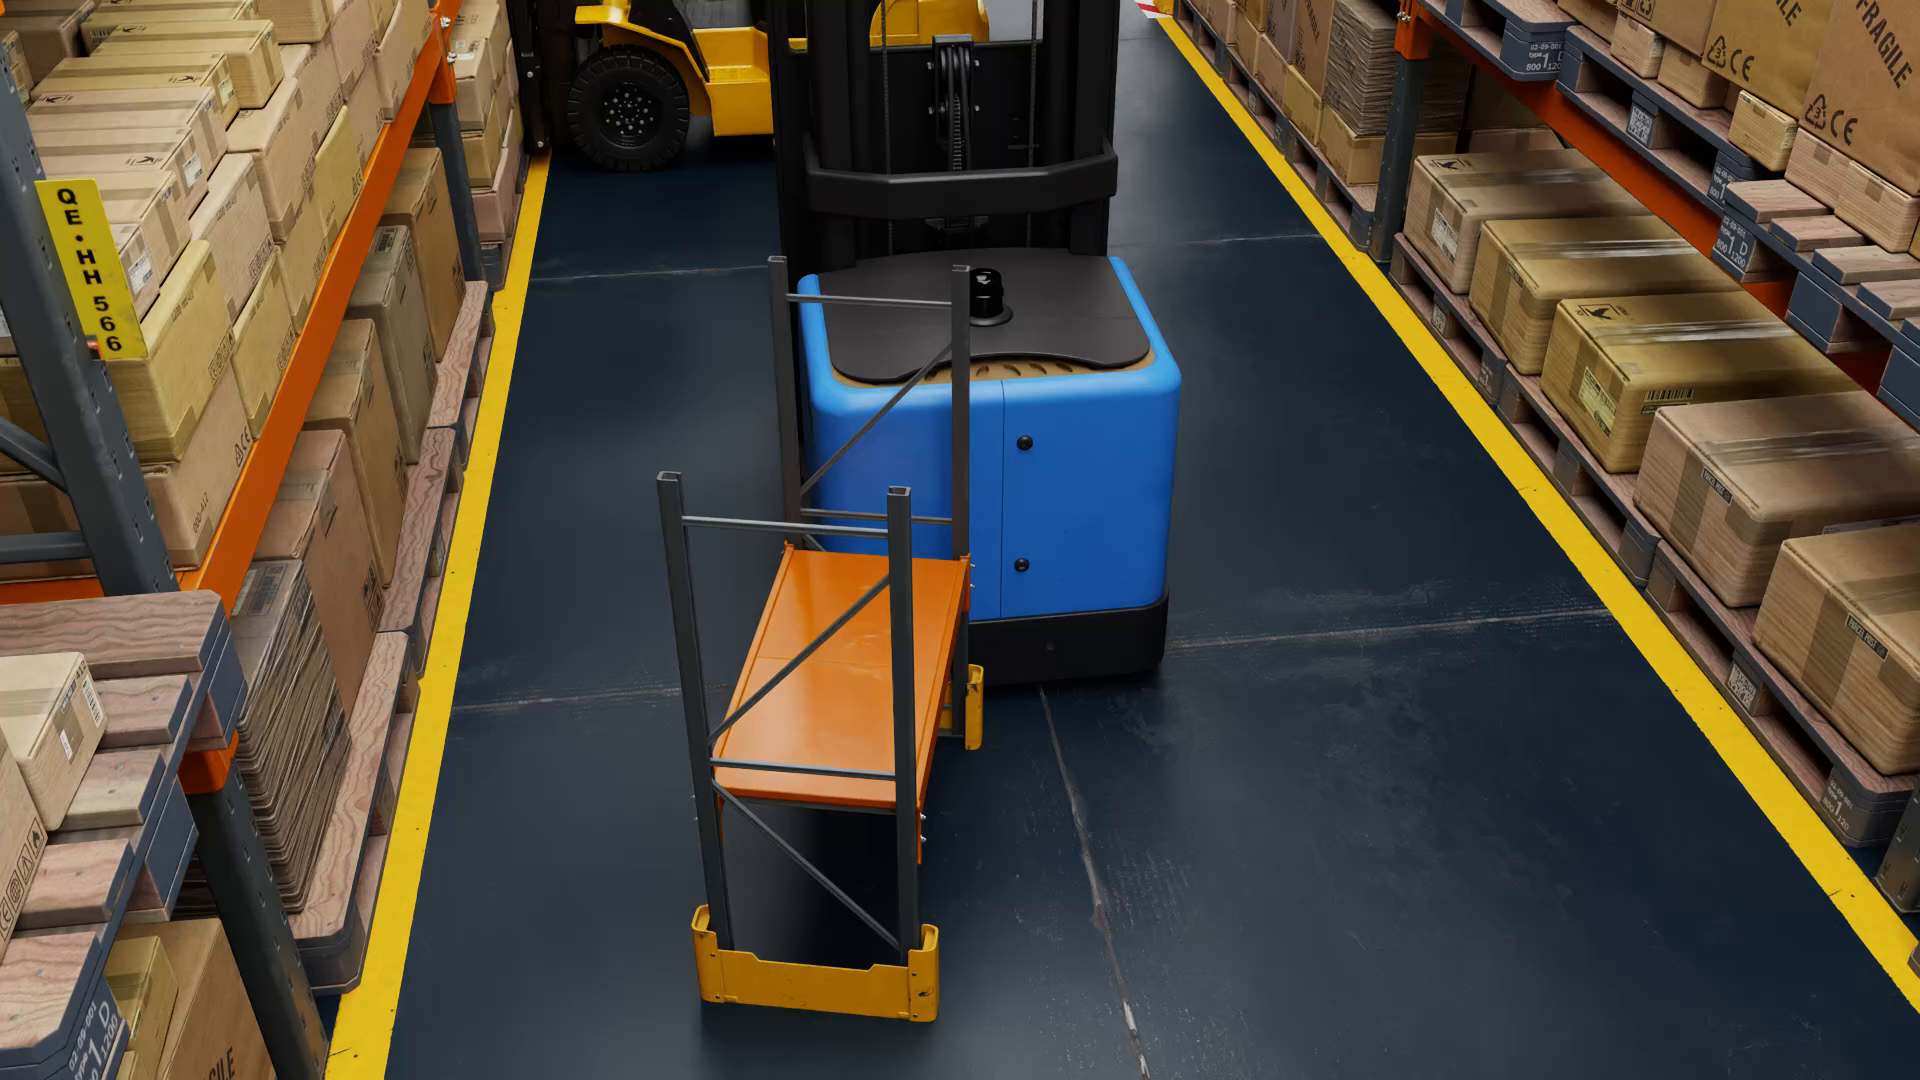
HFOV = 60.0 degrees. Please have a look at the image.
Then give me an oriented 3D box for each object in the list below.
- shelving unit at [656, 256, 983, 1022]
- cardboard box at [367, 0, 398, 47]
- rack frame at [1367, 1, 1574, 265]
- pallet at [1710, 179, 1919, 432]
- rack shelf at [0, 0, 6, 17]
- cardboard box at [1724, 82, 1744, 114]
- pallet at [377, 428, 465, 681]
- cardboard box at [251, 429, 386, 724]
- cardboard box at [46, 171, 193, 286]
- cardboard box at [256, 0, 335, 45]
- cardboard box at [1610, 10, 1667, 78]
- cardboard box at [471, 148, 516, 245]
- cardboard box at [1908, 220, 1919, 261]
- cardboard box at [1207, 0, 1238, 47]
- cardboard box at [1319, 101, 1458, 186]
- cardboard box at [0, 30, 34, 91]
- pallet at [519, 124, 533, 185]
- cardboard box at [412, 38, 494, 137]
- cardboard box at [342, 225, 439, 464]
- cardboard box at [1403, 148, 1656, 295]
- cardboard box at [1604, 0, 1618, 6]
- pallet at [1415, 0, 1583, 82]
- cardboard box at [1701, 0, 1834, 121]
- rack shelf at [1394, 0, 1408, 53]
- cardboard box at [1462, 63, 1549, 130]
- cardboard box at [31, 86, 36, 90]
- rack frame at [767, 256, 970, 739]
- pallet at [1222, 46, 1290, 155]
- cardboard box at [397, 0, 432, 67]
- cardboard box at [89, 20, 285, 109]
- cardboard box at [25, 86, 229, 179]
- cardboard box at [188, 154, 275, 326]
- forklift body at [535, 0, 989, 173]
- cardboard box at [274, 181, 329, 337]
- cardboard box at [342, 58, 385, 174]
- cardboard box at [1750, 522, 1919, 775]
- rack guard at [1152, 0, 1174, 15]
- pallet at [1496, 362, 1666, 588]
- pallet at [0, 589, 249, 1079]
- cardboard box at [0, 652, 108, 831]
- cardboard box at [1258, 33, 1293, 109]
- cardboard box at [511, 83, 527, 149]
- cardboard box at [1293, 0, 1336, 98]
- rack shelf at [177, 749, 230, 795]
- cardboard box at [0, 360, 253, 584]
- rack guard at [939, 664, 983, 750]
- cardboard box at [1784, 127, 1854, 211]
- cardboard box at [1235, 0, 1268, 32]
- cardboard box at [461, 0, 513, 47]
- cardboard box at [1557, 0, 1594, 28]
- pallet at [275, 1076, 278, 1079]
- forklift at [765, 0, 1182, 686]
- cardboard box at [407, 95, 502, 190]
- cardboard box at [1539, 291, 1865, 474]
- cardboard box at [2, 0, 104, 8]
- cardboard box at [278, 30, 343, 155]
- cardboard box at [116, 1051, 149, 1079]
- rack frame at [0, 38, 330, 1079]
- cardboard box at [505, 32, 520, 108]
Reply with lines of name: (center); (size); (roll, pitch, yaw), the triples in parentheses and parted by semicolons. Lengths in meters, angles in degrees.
shelving unit: (-0.286, 0.230, 4.081); (0.587, 1.500, 1.083); (4, 34, 6)
cardboard box: (-2.134, -1.792, 5.406); (0.500, 0.250, 0.500); (-5, 35, -8)
rack frame: (2.388, -2.567, 6.853); (1.000, 3.000, 0.127); (-4, 35, -6)
pallet: (2.725, -0.645, 4.203); (1.213, 0.211, 1.003); (-4, 35, -6)
rack shelf: (-2.261, -2.015, 4.018); (1.077, 0.370, 4.000); (-4, 35, -6)
cardboard box: (2.477, -1.294, 4.836); (0.380, 0.149, 0.250); (-4, 34, -6)
pallet: (-2.225, 0.054, 5.483); (1.003, 0.211, 1.213); (-4, 35, -6)
cardboard box: (-2.158, 0.138, 4.620); (0.875, 0.625, 0.625); (-3, 34, -5)
cardboard box: (-1.780, -0.615, 3.324); (0.380, 0.149, 0.250); (-4, 34, -5)
cardboard box: (-1.950, -1.471, 4.581); (0.380, 0.149, 0.250); (-5, 35, -8)
cardboard box: (2.297, -1.575, 5.247); (0.380, 0.149, 0.250); (-3, 34, -5)
cardboard box: (-2.267, -1.521, 7.387); (0.500, 0.250, 0.500); (-4, 34, -6)
cardboard box: (2.541, -0.714, 3.984); (0.380, 0.149, 0.250); (-4, 34, -6)
cardboard box: (1.746, -3.080, 9.674); (0.500, 0.250, 0.500); (-3, 34, -5)
cardboard box: (2.043, -1.914, 7.963); (0.500, 0.250, 0.500); (-3, 34, -4)
cardboard box: (-2.533, -1.135, 4.088); (0.380, 0.149, 0.250); (-5, 35, -7)
pallet: (-2.763, -2.166, 8.741); (1.003, 0.211, 1.213); (-4, 35, -6)
cardboard box: (-2.284, -1.933, 7.104); (0.500, 0.250, 0.500); (-5, 35, -7)
cardboard box: (-2.352, -0.657, 5.786); (0.875, 0.625, 0.625); (-5, 35, -7)
cardboard box: (2.461, -1.362, 7.045); (0.950, 0.372, 0.625); (-4, 34, -6)
cardboard box: (2.288, -2.065, 5.391); (0.500, 0.500, 0.500); (-5, 35, -7)
pallet: (2.347, -2.050, 6.265); (1.003, 0.211, 1.213); (-4, 35, -6)
cardboard box: (2.440, -1.474, 4.524); (0.500, 0.500, 0.500); (-7, 35, -10)
rack shelf: (2.119, -3.386, 8.693); (1.077, 0.370, 4.000); (-4, 35, -6)
cardboard box: (2.577, -2.264, 7.811); (0.500, 0.500, 0.500); (-3, 34, -4)
cardboard box: (-2.523, -1.177, 4.503); (0.500, 0.250, 0.500); (-5, 35, -7)
rack frame: (-0.225, -0.059, 4.505); (0.500, 1.500, 0.032); (4, 34, 6)
pallet: (2.096, -2.469, 9.185); (1.003, 0.211, 1.213); (-4, 35, -6)
cardboard box: (-2.203, -1.865, 5.957); (0.500, 0.250, 0.500); (-4, 34, -5)
cardboard box: (-1.927, -1.186, 4.161); (0.380, 0.149, 0.250); (-4, 34, -5)
cardboard box: (-1.888, -0.901, 3.744); (0.380, 0.149, 0.250); (-4, 34, -6)
cardboard box: (-1.876, -0.647, 3.725); (0.500, 0.250, 0.500); (-3, 34, -5)
forklift body: (-1.005, -3.150, 8.463); (2.313, 2.155, 1.214); (-4, 35, -6)
cardboard box: (-1.948, -0.729, 4.289); (0.500, 0.250, 0.500); (-5, 35, -8)
cardboard box: (-2.093, -1.306, 5.136); (0.500, 0.250, 0.500); (-4, 34, -6)
cardboard box: (2.860, 0.262, 4.663); (0.950, 0.372, 0.625); (-7, 35, -10)
rack guard: (1.861, -3.724, 10.770); (1.175, 0.500, 0.348); (-4, 35, -6)
pallet: (2.662, -0.298, 6.000); (1.003, 0.211, 1.213); (-4, 35, -6)
pallet: (-1.831, 0.496, 2.530); (1.213, 0.211, 1.003); (-4, 35, -6)
cardboard box: (-1.523, 0.311, 2.480); (0.380, 0.149, 0.250); (-4, 34, -5)
cardboard box: (1.897, -2.494, 8.815); (0.500, 0.250, 0.500); (-4, 34, -6)
cardboard box: (-2.435, -2.089, 8.220); (0.500, 0.250, 0.500); (-4, 34, -6)
cardboard box: (1.973, -2.508, 8.169); (0.500, 0.500, 0.500); (-4, 34, -6)
rack shelf: (-1.723, 1.457, 1.588); (1.077, 0.370, 4.000); (-4, 35, -6)
cardboard box: (-1.809, -0.161, 3.456); (0.500, 0.250, 0.500); (-4, 35, -6)
rack guard: (-0.227, 0.468, 4.841); (0.587, 0.250, 0.087); (4, 34, 6)
cardboard box: (2.437, -0.992, 4.392); (0.380, 0.149, 0.250); (-6, 35, -9)
cardboard box: (1.823, -3.090, 9.023); (0.500, 0.500, 0.500); (-4, 34, -5)
cardboard box: (-2.421, -2.496, 7.930); (0.500, 0.250, 0.500); (-3, 34, -5)
cardboard box: (2.281, -1.865, 5.673); (0.380, 0.149, 0.250); (-4, 34, -6)
pallet: (-1.929, 1.615, 3.193); (1.003, 0.211, 1.213); (-4, 35, -6)
forklift: (-0.085, -1.563, 5.440); (1.130, 2.935, 3.031); (-4, 35, -6)
cardboard box: (-2.289, -1.726, 7.244); (0.500, 0.250, 0.500); (-5, 35, -7)
cardboard box: (2.657, -0.573, 5.888); (0.950, 0.372, 0.625); (-3, 34, -5)
cardboard box: (-2.536, -1.431, 4.522); (0.380, 0.149, 0.250); (-4, 34, -6)
cardboard box: (-2.022, -1.224, 4.571); (0.500, 0.250, 0.500); (-4, 34, -6)
cardboard box: (-1.607, 1.041, 2.830); (0.380, 0.149, 0.250); (-6, 35, -9)
rack frame: (-1.992, 0.043, 3.023); (1.000, 3.000, 0.127); (-4, 35, -6)
cardboard box: (-2.415, -2.288, 8.069); (0.500, 0.250, 0.500); (-5, 35, -7)
